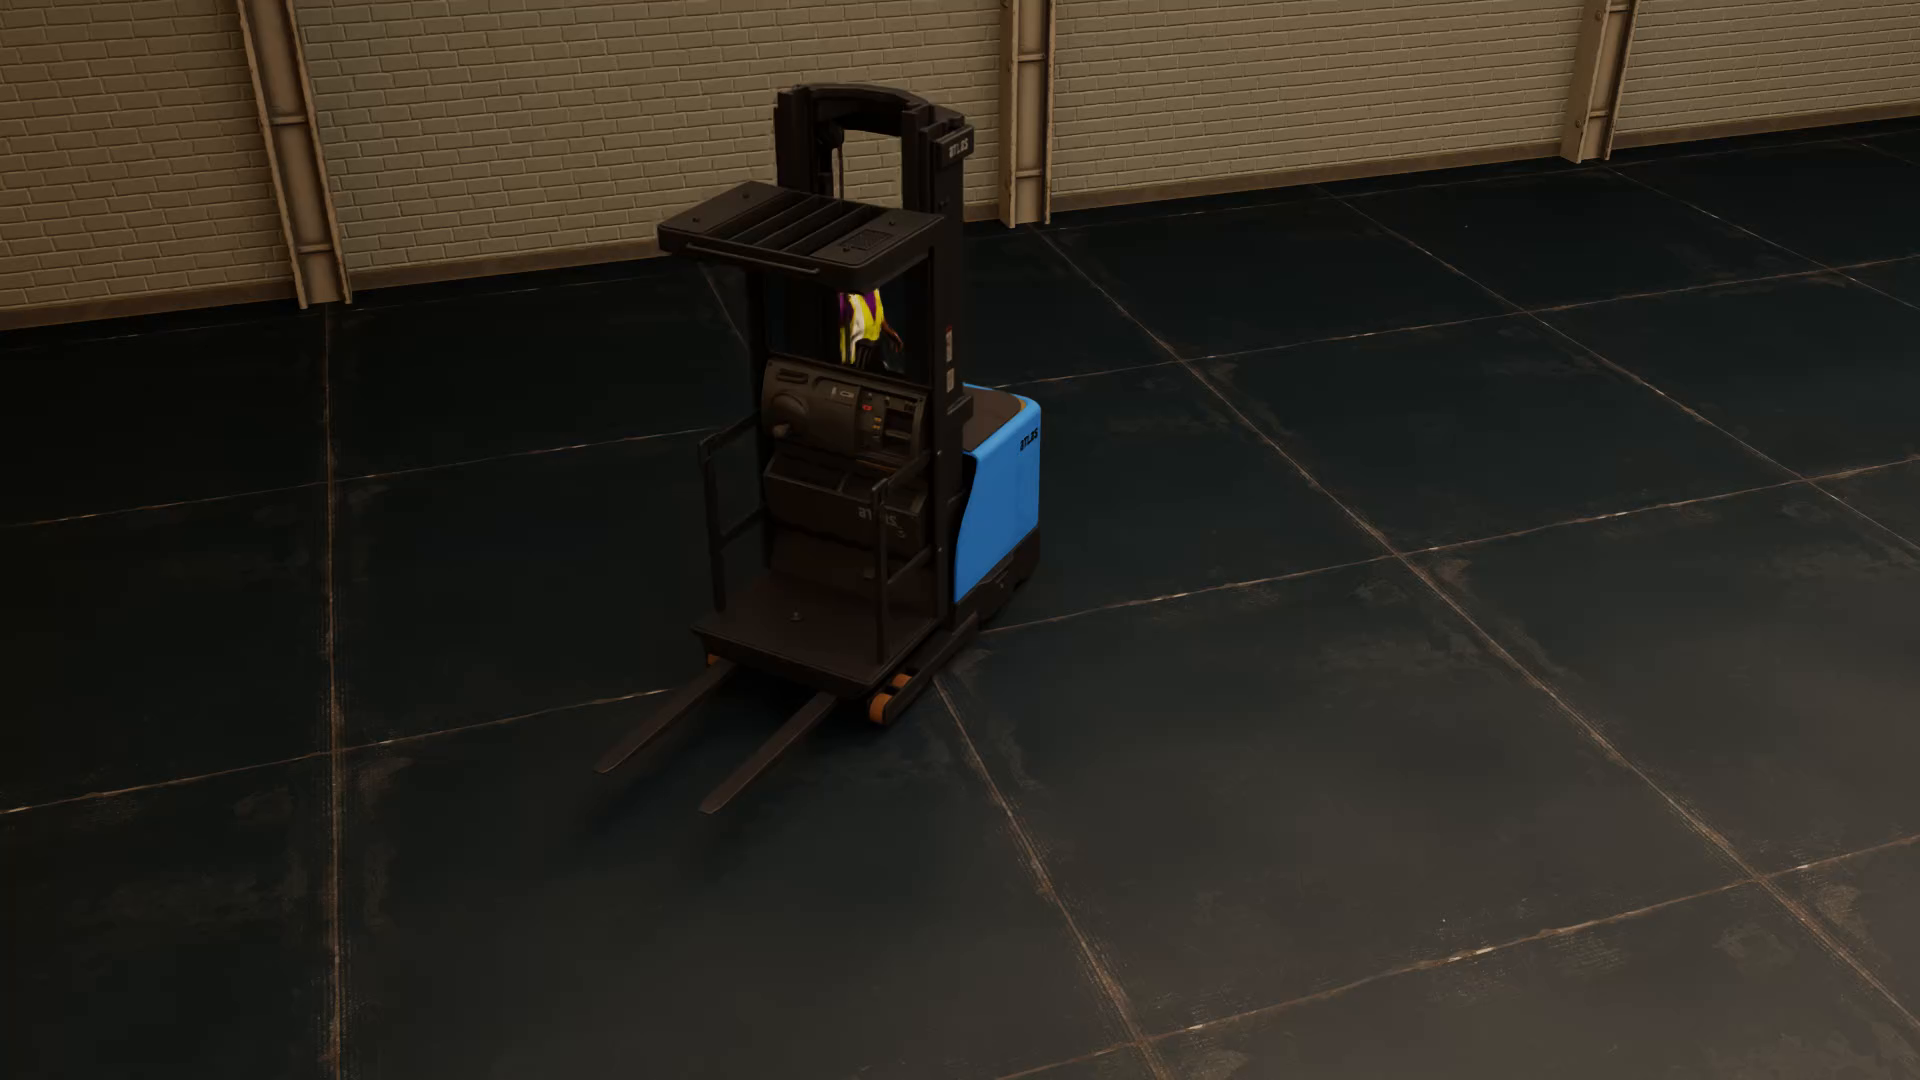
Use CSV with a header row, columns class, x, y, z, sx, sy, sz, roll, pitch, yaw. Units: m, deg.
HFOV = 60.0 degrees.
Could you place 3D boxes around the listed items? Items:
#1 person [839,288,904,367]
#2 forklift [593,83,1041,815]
class,x,y,z,sx,sy,sz,roll,pitch,yaw
person,-0.470,-1.037,10.109,0.717,1.679,0.943,12,32,20
forklift,-0.686,-0.591,8.114,1.130,2.935,3.031,15,33,25
